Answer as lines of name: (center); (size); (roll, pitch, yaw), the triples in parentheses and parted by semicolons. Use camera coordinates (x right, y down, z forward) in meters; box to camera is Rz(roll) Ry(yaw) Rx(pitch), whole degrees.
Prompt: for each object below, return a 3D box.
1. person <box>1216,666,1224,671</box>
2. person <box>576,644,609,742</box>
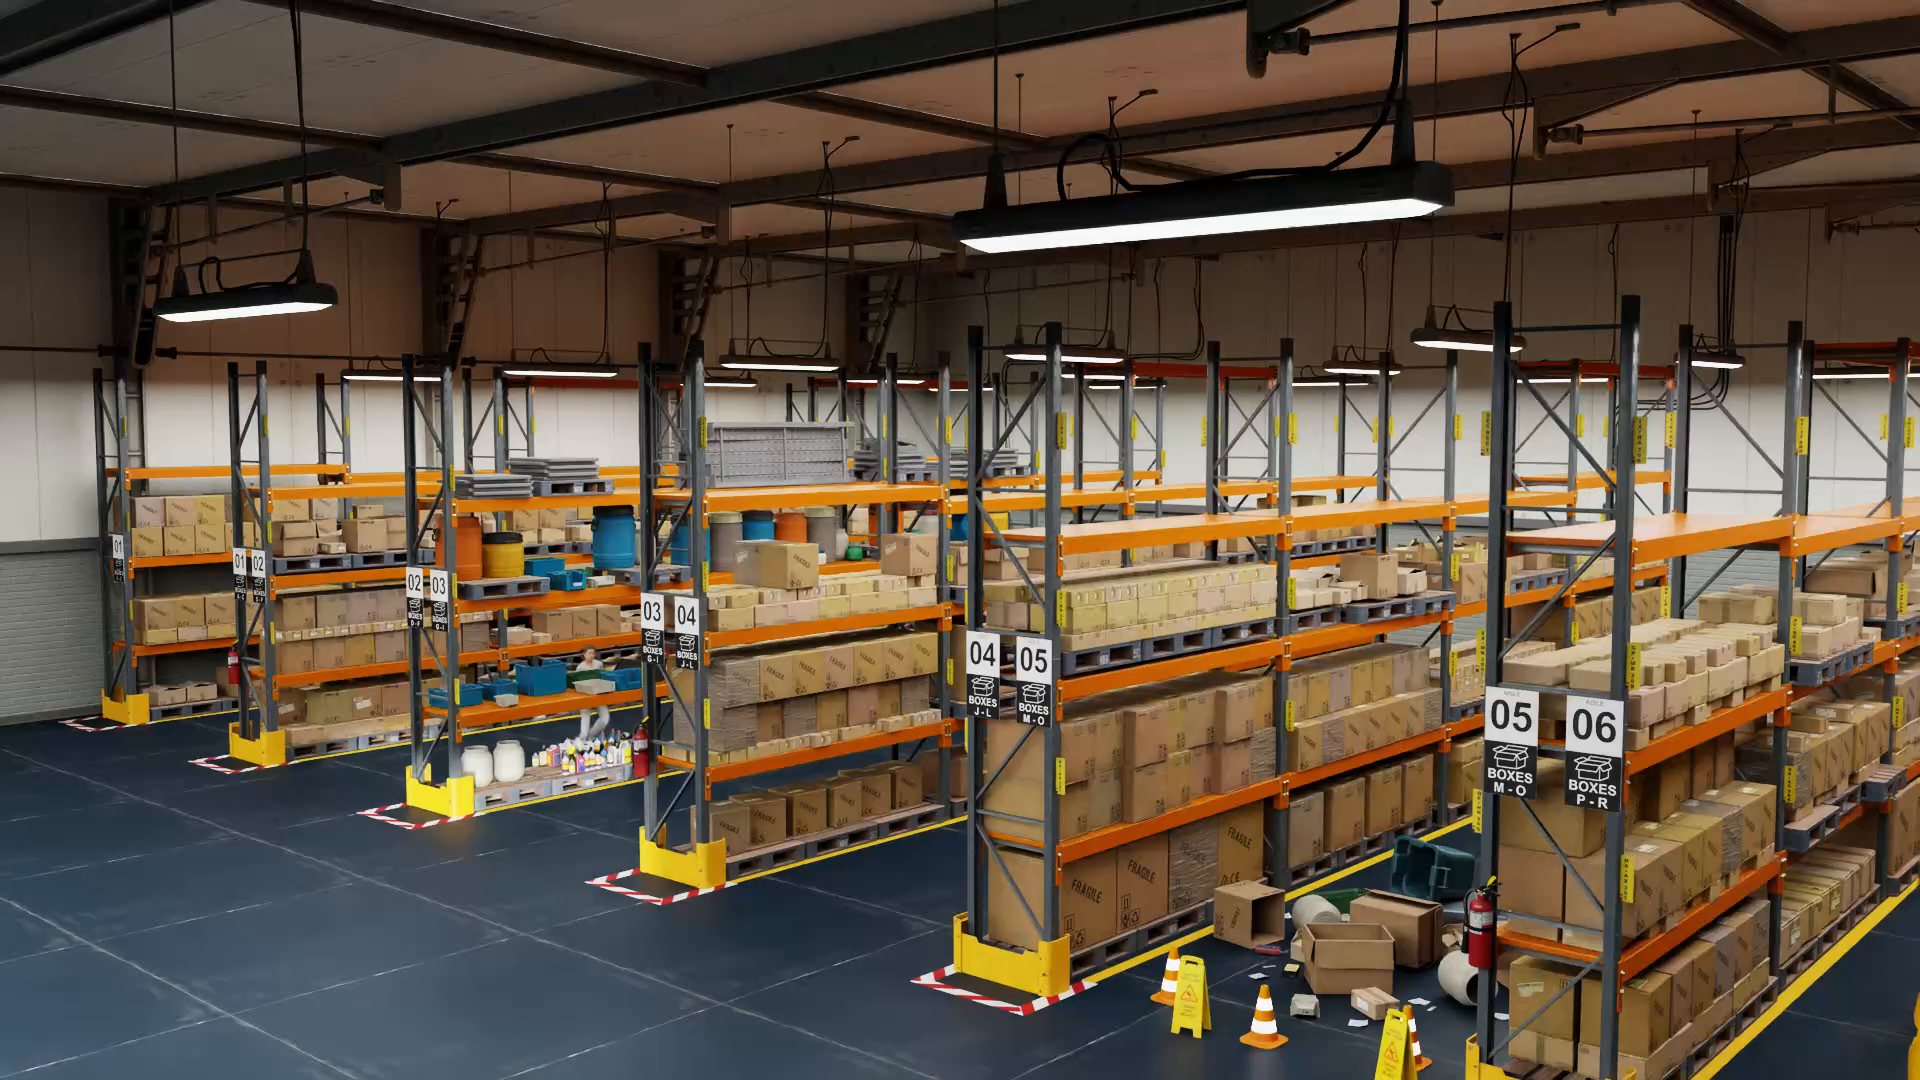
person: (3.645, 2.538, 23.888); (0.449, 1.787, 0.679); (1, 4, 19)
person: (-5.678, 2.441, 25.614); (0.569, 1.674, 0.533); (-2, 5, -29)
